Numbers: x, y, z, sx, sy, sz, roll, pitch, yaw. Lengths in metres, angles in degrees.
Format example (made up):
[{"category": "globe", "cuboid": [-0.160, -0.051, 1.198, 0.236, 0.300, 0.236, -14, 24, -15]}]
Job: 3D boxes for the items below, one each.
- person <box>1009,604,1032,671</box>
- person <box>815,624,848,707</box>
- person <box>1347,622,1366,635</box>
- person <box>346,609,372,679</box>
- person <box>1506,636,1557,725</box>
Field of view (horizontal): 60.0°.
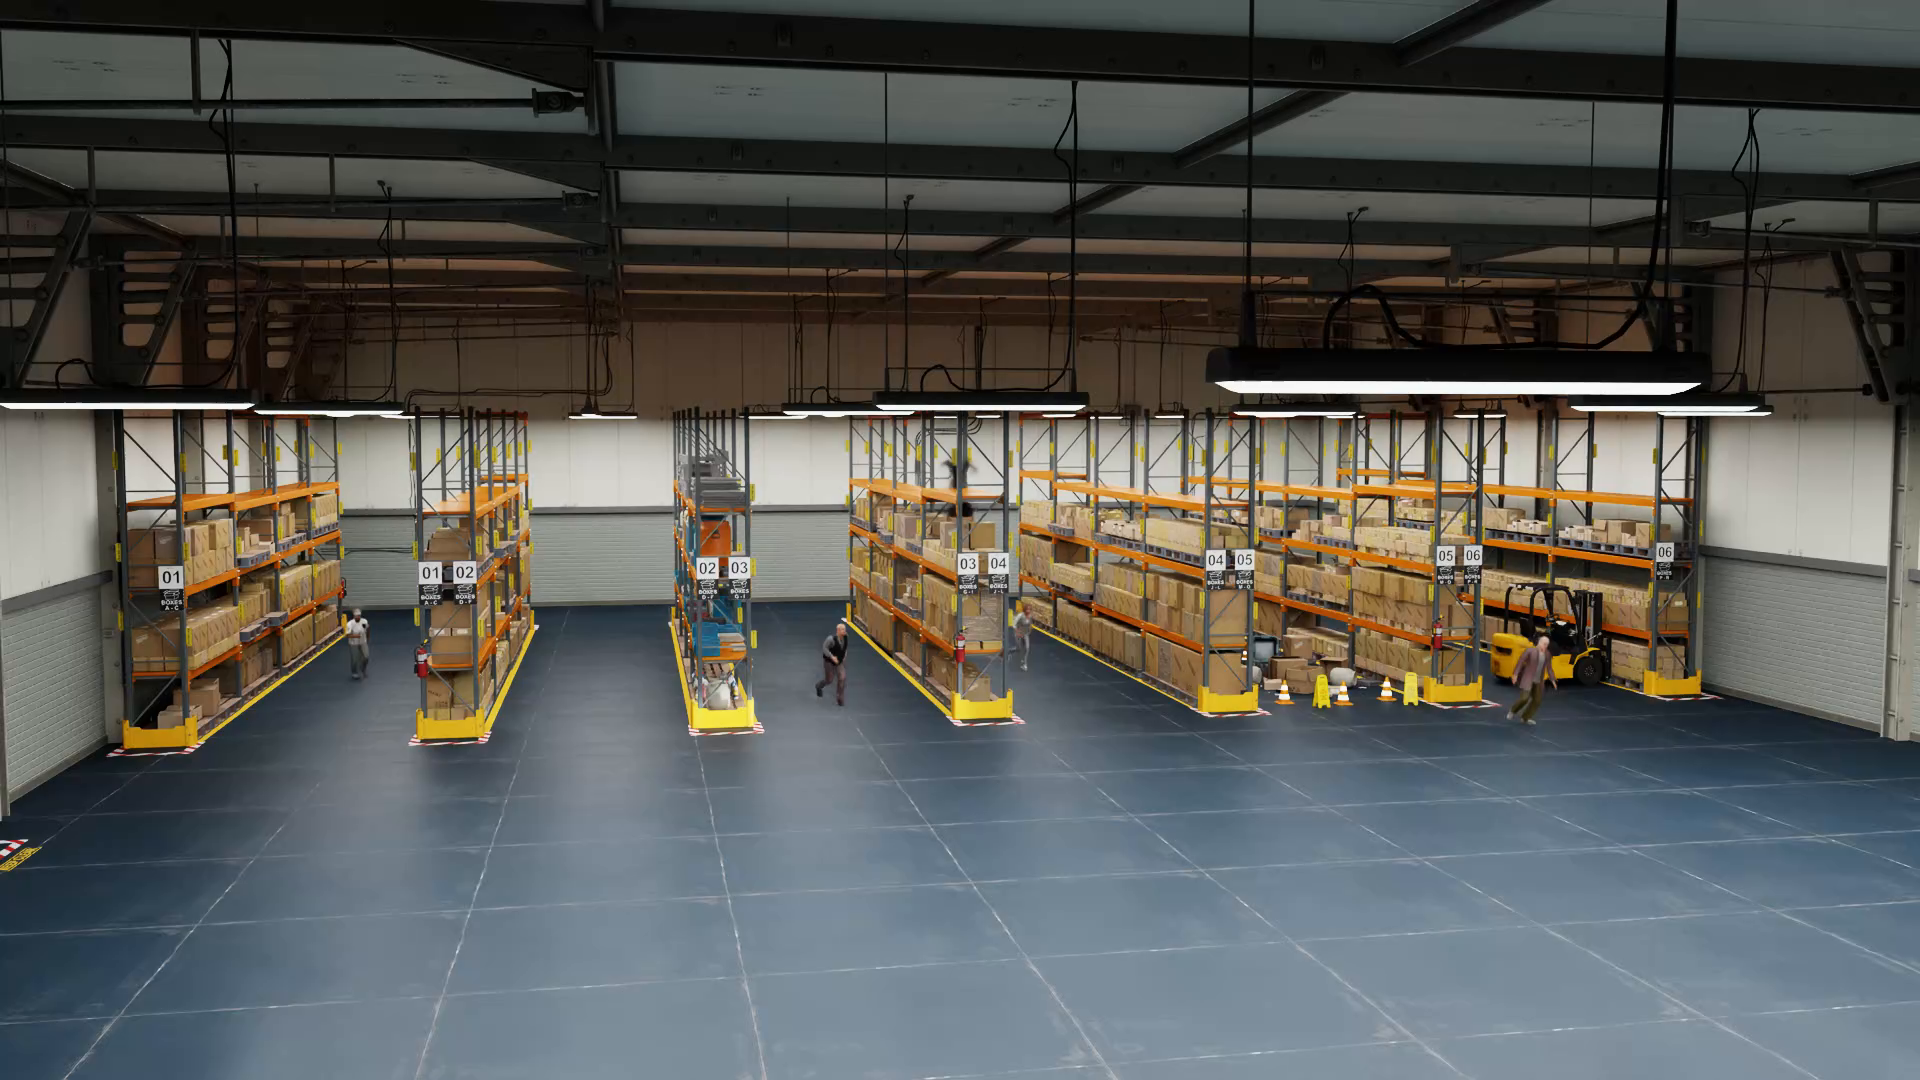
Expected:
[{"category": "person", "cuboid": [1.377, 2.232, 38.622, 0.550, 1.553, 0.858, -3, 5, -38]}, {"category": "person", "cuboid": [-2.610, 2.511, 33.810, 0.684, 1.685, 1.002, -4, 6, -43]}, {"category": "person", "cuboid": [10.457, 1.801, 43.685, 0.530, 1.630, 0.890, -2, 4, -21]}, {"category": "person", "cuboid": [-13.329, 2.297, 36.887, 0.586, 1.593, 0.909, -2, 5, -31]}, {"category": "person", "cuboid": [10.762, 2.630, 31.350, 0.820, 1.698, 0.649, -1, 4, -13]}]
